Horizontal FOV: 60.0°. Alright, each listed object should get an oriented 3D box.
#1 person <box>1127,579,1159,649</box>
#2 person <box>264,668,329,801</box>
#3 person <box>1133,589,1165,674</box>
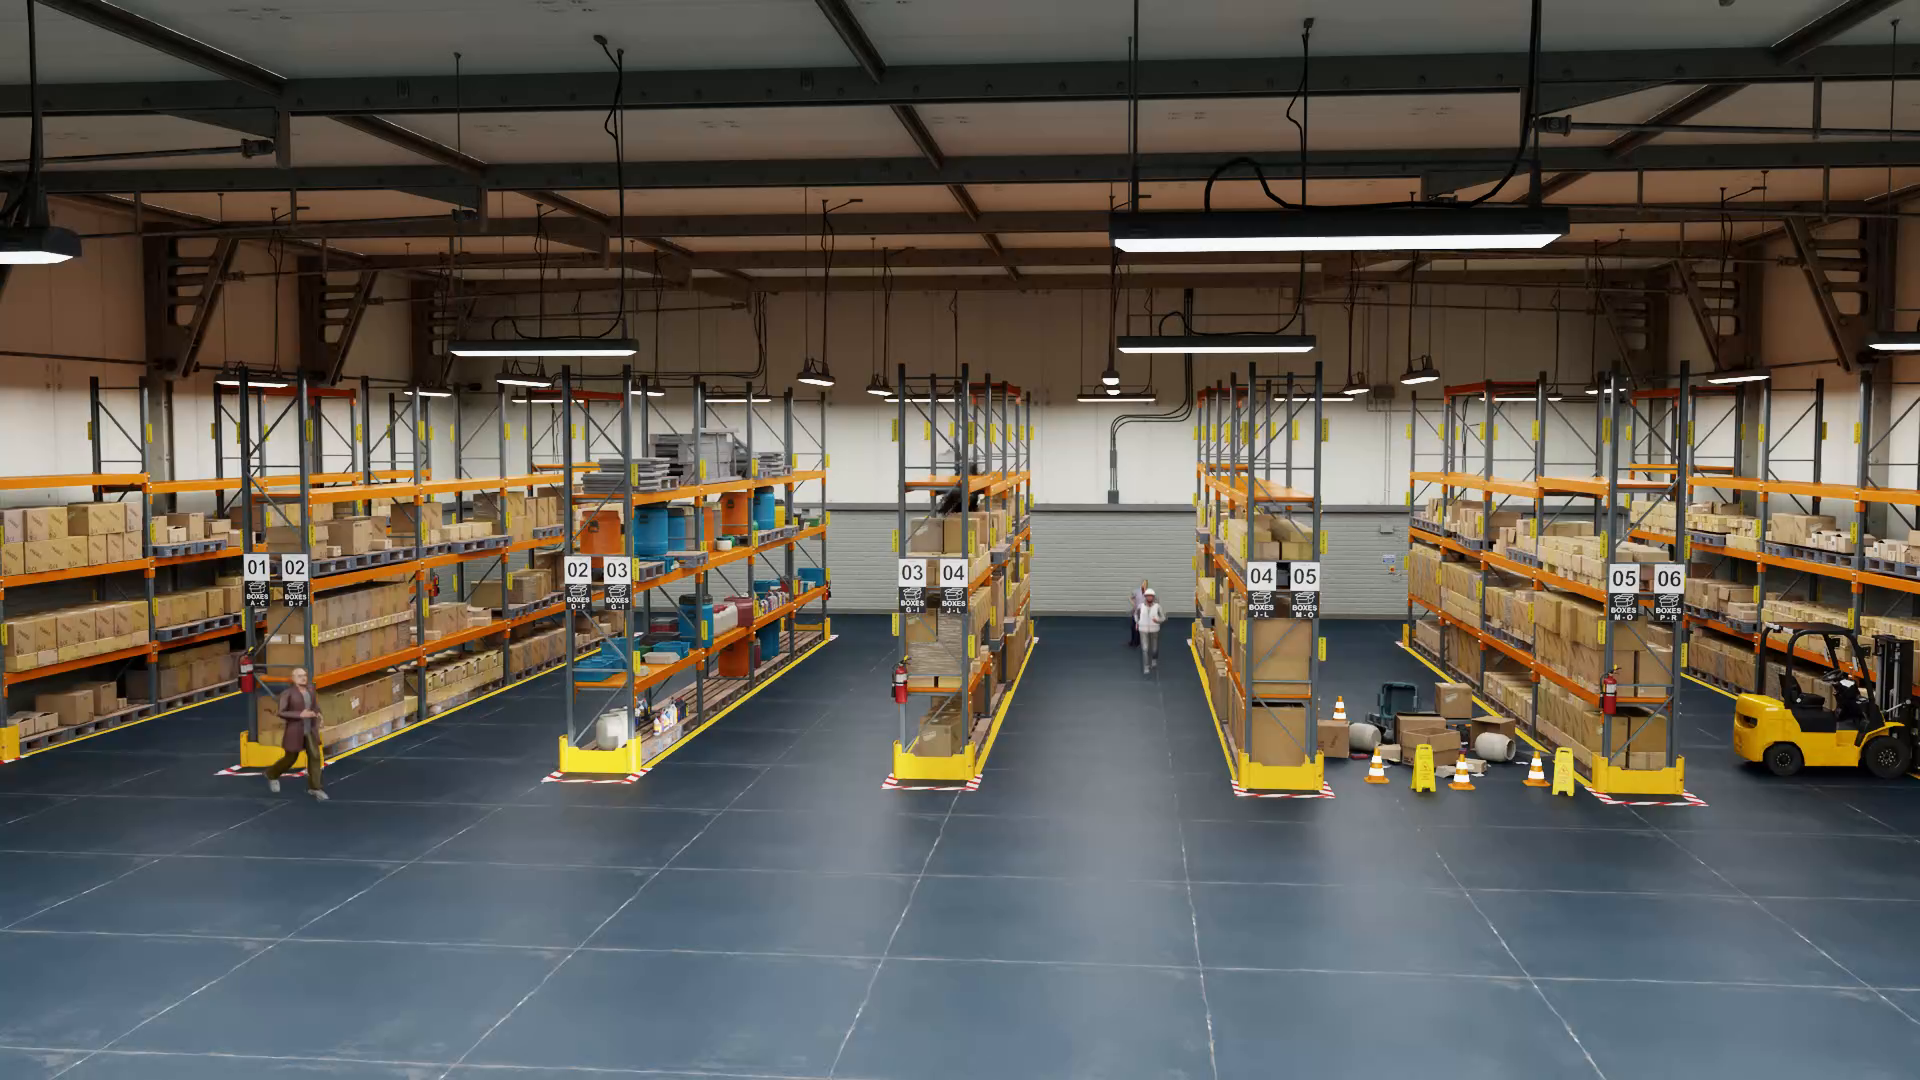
[{"bbox_3d":[4.235,1.734,38.760,0.752,1.662,0.714,1,4,21],"label":"person"},{"bbox_3d":[-9.079,2.646,22.804,1.061,1.801,0.720,2,4,32],"label":"person"},{"bbox_3d":[3.945,1.897,34.705,0.669,1.748,0.895,0,4,8],"label":"person"}]
